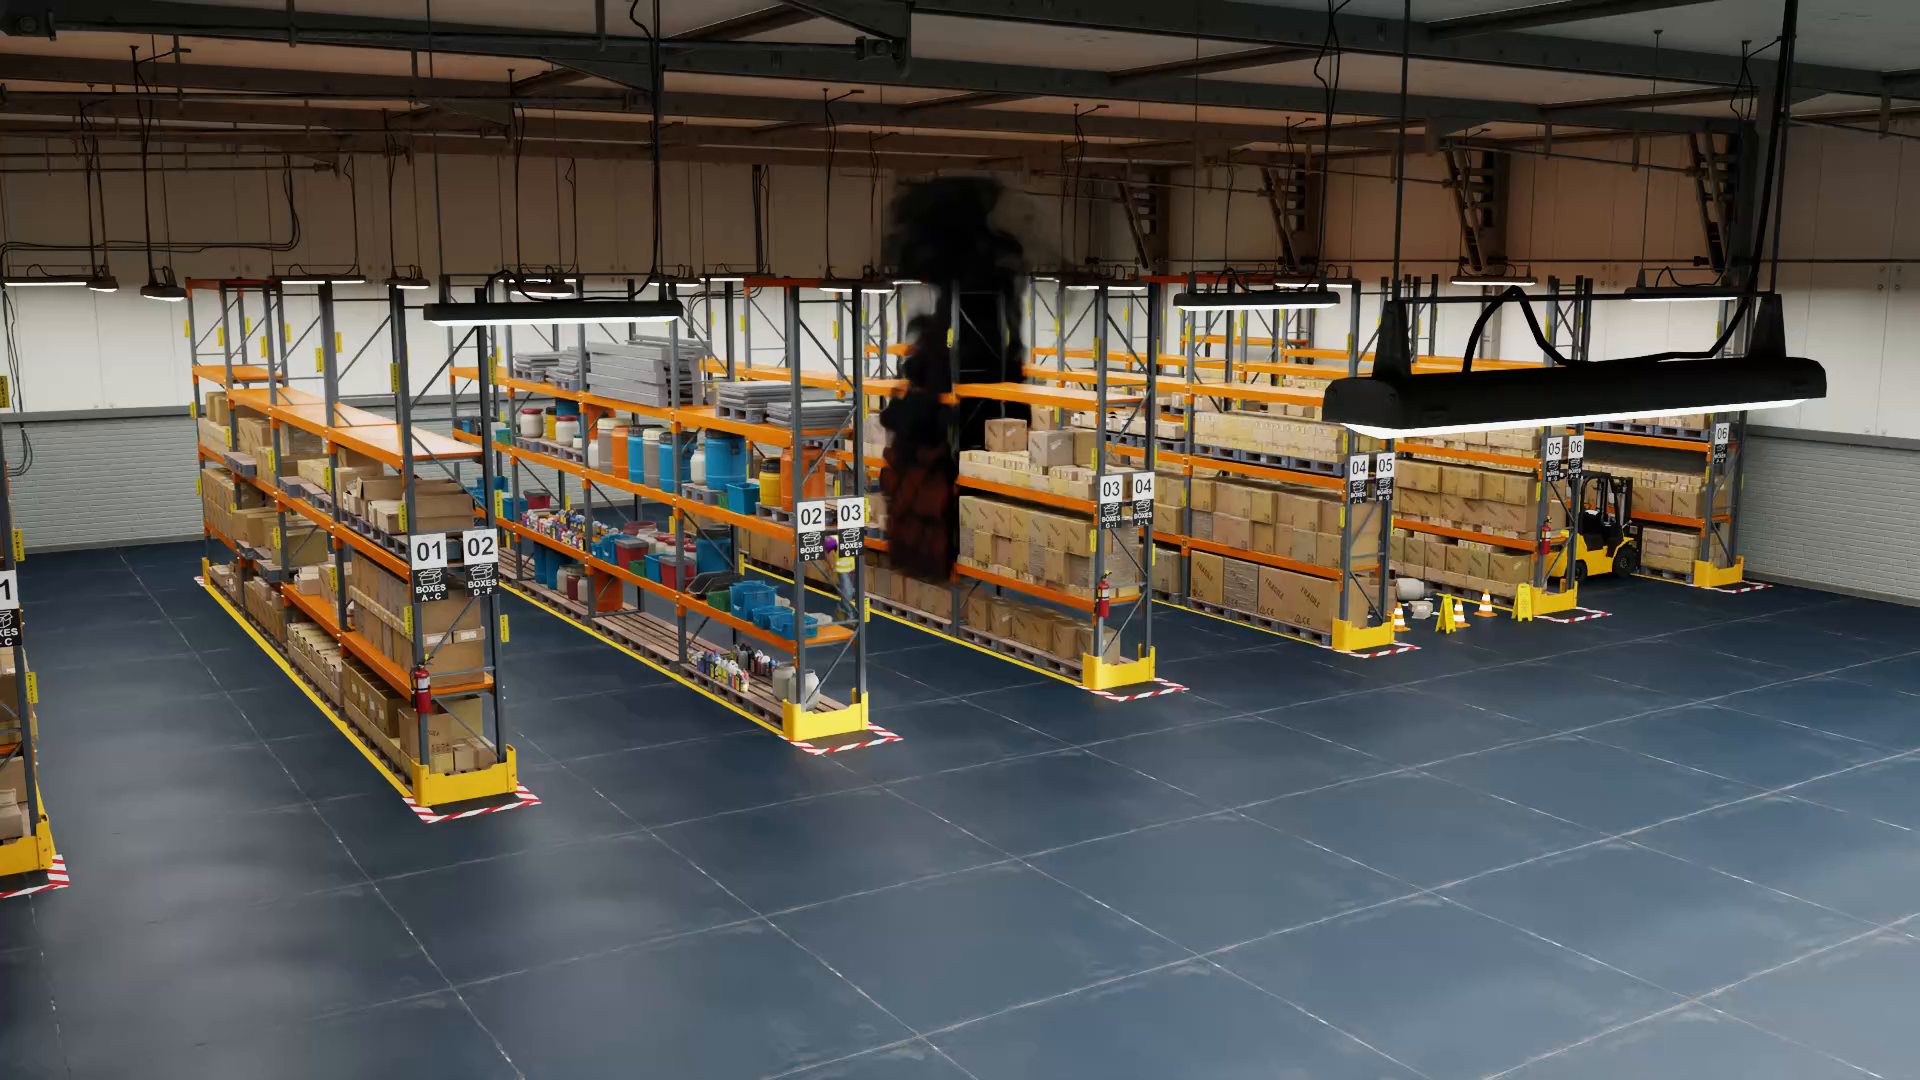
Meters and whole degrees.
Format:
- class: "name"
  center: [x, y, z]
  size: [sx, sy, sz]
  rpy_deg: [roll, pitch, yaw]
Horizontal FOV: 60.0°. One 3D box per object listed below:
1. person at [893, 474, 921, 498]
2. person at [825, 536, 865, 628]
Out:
- class: "person"
  center: [-1.096, -0.610, 36.308]
  size: [0.731, 1.746, 0.906]
  rpy_deg: [-5, 11, -26]
- class: "person"
  center: [-1.872, 0.553, 27.691]
  size: [0.710, 1.794, 0.902]
  rpy_deg: [-7, 12, -37]
